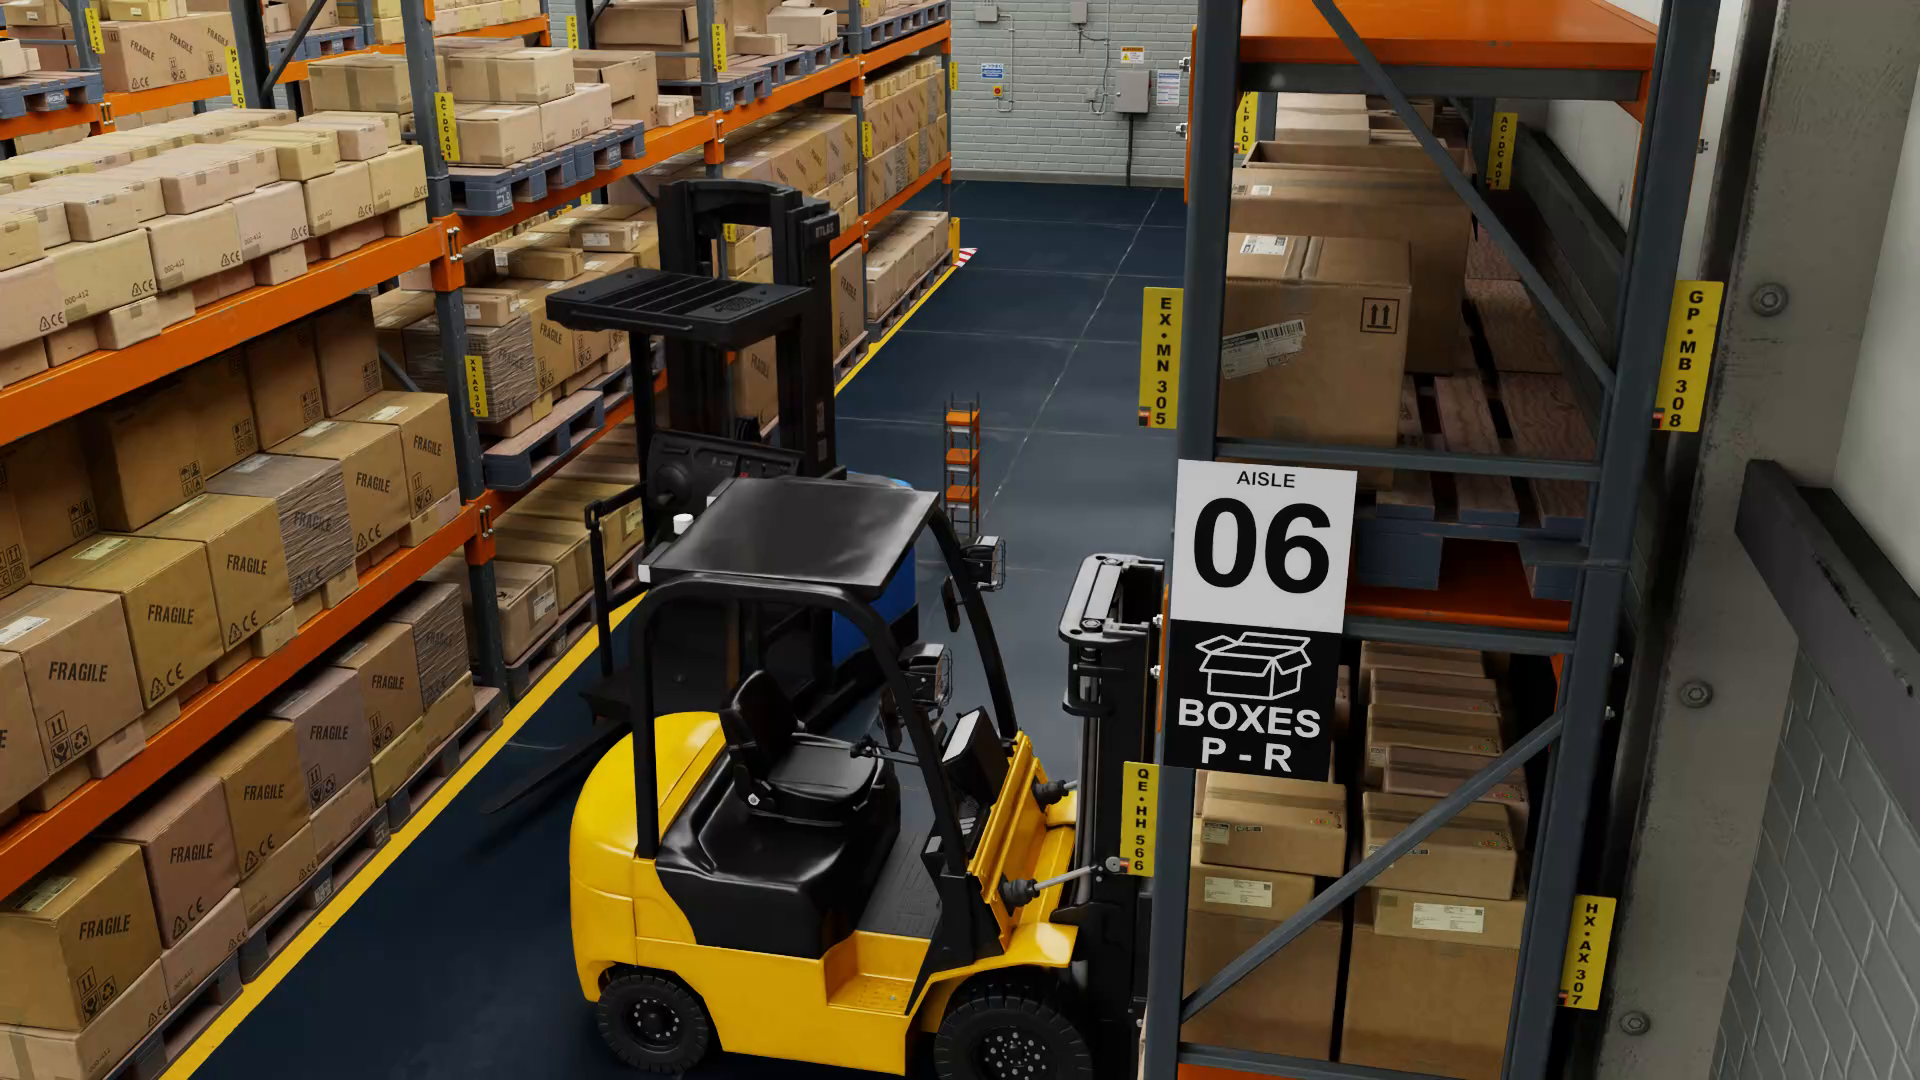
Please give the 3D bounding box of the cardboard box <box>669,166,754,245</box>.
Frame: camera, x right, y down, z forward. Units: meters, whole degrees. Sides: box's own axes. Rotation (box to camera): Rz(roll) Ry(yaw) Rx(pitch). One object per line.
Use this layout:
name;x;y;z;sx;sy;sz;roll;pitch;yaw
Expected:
cardboard box;-1.900;-2.572;12.752;0.500;0.500;0.500;4;22;9

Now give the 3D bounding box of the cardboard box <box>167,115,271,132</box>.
cardboard box;-3.465;-1.894;7.795;0.380;0.149;0.250;5;23;13

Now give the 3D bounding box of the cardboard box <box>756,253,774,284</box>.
cardboard box;-1.806;-2.179;13.450;0.500;0.250;0.500;4;22;9

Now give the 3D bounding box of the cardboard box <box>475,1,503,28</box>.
cardboard box;-5.519;-5.934;18.758;0.500;0.250;0.500;5;23;13

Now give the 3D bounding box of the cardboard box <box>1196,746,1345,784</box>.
cardboard box;0.946;0.967;5.303;0.500;0.500;0.500;5;23;13

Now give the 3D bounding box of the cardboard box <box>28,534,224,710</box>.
cardboard box;-3.299;0.313;6.529;0.500;0.500;0.500;4;22;10

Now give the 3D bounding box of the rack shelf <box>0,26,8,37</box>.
rack shelf;-10.717;-5.907;19.454;1.077;0.370;4.000;4;22;11

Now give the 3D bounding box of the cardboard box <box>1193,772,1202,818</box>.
cardboard box;0.807;0.812;4.821;0.380;0.149;0.250;5;22;12

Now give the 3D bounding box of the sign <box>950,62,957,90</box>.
sign;-0.079;-5.426;19.445;0.100;0.325;0.005;4;22;11

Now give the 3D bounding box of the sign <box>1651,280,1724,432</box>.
sign;1.530;-0.386;3.506;0.100;0.325;0.005;4;22;11

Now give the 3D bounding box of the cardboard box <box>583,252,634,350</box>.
cardboard box;-2.370;-1.518;10.512;0.500;0.500;0.500;4;22;9

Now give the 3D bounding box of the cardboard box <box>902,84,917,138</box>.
cardboard box;-0.759;-4.584;17.747;0.500;0.500;0.500;4;22;11

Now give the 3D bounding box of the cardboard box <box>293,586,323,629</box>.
cardboard box;-3.109;0.283;7.471;0.380;0.149;0.250;4;22;10

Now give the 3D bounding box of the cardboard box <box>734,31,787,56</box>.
cardboard box;-1.663;-4.138;13.848;0.380;0.166;0.250;6;23;15

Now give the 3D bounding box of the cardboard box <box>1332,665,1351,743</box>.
cardboard box;1.025;0.495;5.210;0.380;0.149;0.250;5;22;11

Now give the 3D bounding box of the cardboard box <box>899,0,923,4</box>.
cardboard box;-0.619;-6.011;18.389;0.380;0.149;0.250;3;22;7

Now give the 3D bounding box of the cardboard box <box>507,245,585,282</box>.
cardboard box;-2.493;-1.667;10.016;0.380;0.149;0.250;6;23;14

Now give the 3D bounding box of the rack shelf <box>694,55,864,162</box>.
rack shelf;-1.832;-3.689;13.946;1.077;0.370;4.000;4;22;11

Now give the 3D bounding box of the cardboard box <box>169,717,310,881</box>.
cardboard box;-3.220;1.102;7.218;0.500;0.500;0.500;5;22;12

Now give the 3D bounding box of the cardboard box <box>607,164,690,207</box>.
cardboard box;-2.391;-2.619;12.870;0.500;0.500;0.500;4;22;9

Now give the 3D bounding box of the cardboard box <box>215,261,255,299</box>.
cardboard box;-3.182;-1.110;6.915;0.380;0.149;0.250;5;22;12

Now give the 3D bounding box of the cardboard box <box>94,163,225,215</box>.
cardboard box;-3.130;-1.375;6.506;0.380;0.149;0.250;5;22;12

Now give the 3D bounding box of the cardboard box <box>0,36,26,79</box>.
cardboard box;-7.026;-3.426;11.754;0.500;0.311;0.500;4;22;11

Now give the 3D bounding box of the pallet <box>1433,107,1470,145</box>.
pallet;2.569;-2.572;10.462;1.213;0.211;1.003;6;23;13

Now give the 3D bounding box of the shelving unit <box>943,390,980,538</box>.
shelving unit;0.011;-0.507;11.706;0.215;1.050;0.252;4;22;11

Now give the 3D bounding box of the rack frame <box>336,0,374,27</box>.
rack frame;-6.290;-6.486;15.913;1.000;3.000;0.127;4;22;11

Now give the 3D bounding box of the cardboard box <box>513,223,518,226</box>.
cardboard box;-5.485;-3.820;19.780;0.380;0.149;0.250;4;22;9

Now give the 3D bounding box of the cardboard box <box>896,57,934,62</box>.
cardboard box;-0.513;-5.396;18.895;0.380;0.149;0.250;5;22;12

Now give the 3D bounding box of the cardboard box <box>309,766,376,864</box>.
cardboard box;-3.121;1.261;7.825;0.500;0.250;0.500;5;22;12

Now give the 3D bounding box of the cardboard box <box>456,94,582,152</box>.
cardboard box;-2.442;-2.322;9.228;0.500;0.250;0.500;4;22;10

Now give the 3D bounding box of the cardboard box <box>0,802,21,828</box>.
cardboard box;-3.563;0.940;5.840;0.380;0.149;0.250;5;22;12

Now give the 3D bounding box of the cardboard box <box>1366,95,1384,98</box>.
cardboard box;2.229;-2.763;9.855;0.700;0.500;0.500;4;22;10

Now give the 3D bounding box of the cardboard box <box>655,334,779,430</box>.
cardboard box;-2.018;-1.355;13.486;0.875;0.875;0.875;4;22;10

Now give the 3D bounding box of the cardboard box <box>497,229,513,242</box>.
cardboard box;-5.500;-3.581;19.586;0.380;0.149;0.250;5;22;12

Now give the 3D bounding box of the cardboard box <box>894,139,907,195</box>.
cardboard box;-0.857;-3.926;17.453;0.500;0.500;0.500;5;22;11

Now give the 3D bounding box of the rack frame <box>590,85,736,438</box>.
rack frame;-2.240;-1.900;12.556;1.000;3.000;0.127;4;22;11

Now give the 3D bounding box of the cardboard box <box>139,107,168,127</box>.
cardboard box;-10.252;-5.267;20.718;0.500;0.250;0.500;4;22;10

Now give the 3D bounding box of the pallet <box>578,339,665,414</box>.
pallet;-2.604;-1.084;10.787;1.003;0.211;1.213;4;22;11

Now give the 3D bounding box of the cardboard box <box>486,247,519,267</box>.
cardboard box;-2.869;-1.564;10.628;0.500;0.500;0.500;4;22;9

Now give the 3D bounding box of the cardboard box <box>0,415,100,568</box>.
cardboard box;-3.868;-0.205;6.476;0.700;0.500;0.500;4;22;10

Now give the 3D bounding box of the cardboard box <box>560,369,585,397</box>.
cardboard box;-2.498;-0.984;10.057;0.380;0.149;0.250;5;22;12

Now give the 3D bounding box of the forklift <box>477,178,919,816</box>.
forklift;-1.358;-0.295;8.664;1.130;2.935;3.031;10;24;24

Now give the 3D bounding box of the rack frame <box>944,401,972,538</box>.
rack frame;-0.014;-0.462;11.595;0.200;1.050;0.008;4;22;11

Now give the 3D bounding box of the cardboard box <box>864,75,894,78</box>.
cardboard box;-0.894;-4.741;17.269;0.380;0.149;0.250;4;22;11

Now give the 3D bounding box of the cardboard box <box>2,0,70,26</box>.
cardboard box;-7.278;-4.201;13.096;0.396;0.266;0.258;4;22;11

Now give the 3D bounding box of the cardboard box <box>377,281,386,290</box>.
cardboard box;-6.409;-2.834;18.128;0.380;0.149;0.250;5;22;12

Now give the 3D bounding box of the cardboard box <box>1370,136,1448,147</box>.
cardboard box;2.169;-1.872;8.111;0.380;0.149;0.250;4;22;11

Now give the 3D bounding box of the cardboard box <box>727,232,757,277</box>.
cardboard box;-1.895;-2.229;12.904;0.500;0.250;0.500;4;22;11

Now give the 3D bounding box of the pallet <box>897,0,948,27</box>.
pallet;-0.749;-5.904;18.601;1.003;0.211;1.213;4;22;11

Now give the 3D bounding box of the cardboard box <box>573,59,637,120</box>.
cardboard box;-2.523;-2.779;10.586;0.797;0.503;0.637;4;22;11

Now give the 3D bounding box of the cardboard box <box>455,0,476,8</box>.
cardboard box;-5.644;-5.974;18.188;0.500;0.250;0.500;3;22;9

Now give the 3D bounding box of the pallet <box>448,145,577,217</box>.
pallet;-2.826;-1.959;8.939;1.213;0.211;1.003;4;22;11

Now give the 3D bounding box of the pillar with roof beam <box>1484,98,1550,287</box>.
pillar with roof beam;-0.978;-4.088;9.960;9.100;9.000;0.400;4;22;11

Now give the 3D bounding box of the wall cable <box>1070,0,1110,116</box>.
wall cable;1.911;-7.257;24.498;0.588;1.984;0.122;4;22;11

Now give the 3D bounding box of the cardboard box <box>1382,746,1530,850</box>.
cardboard box;1.381;0.719;4.654;0.380;0.149;0.250;5;23;13

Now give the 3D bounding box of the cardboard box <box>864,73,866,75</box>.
cardboard box;-1.230;-5.055;18.049;0.380;0.149;0.250;5;22;11

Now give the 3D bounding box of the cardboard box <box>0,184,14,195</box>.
cardboard box;-3.730;-1.223;6.128;0.380;0.149;0.250;4;22;9

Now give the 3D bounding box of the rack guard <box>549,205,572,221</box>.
rack guard;-5.490;-3.979;21.064;1.175;0.500;0.348;4;22;11

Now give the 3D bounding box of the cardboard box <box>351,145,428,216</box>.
cardboard box;-2.883;-1.714;7.882;0.500;0.250;0.500;4;22;10
